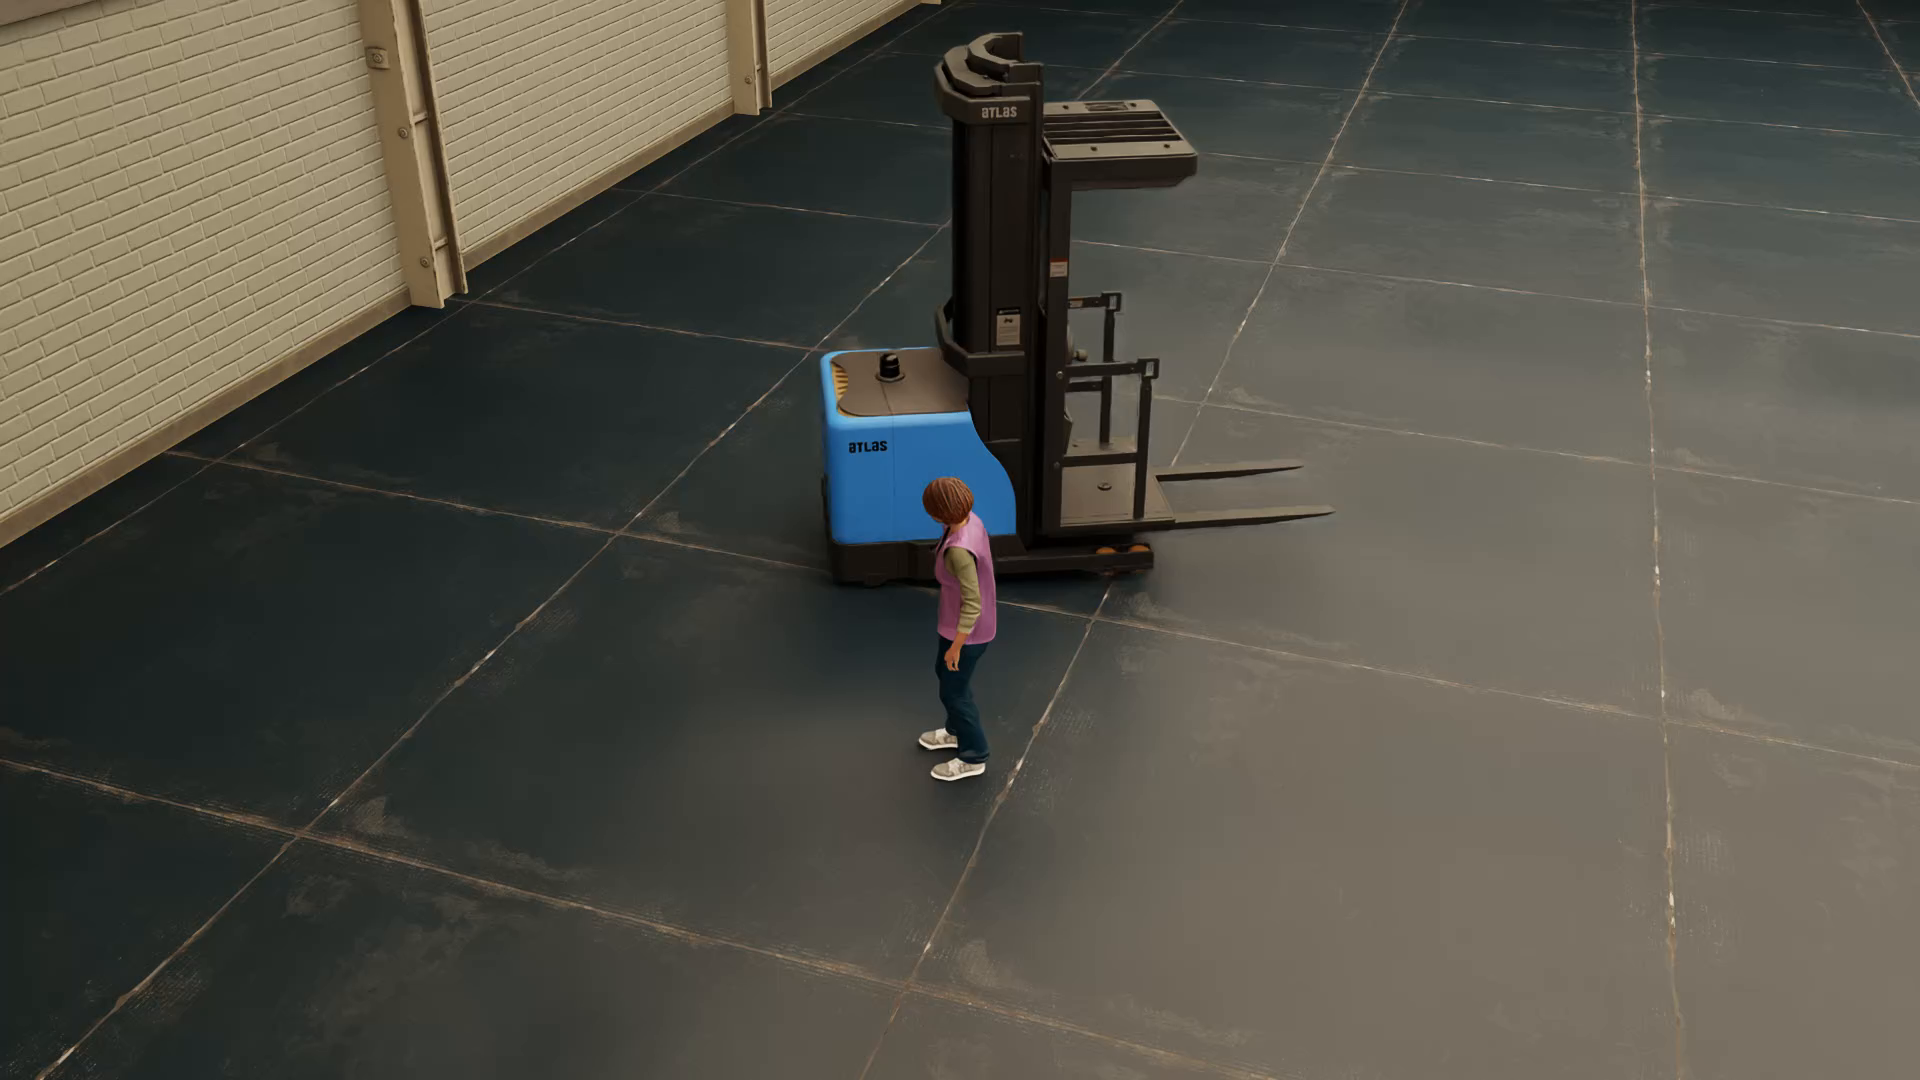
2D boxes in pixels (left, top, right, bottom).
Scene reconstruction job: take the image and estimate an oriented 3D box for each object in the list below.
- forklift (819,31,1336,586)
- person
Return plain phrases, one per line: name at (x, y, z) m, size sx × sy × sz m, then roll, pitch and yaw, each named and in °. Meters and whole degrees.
forklift at (0.704, -1.319, 9.450) m, size 3.031 × 2.935 × 1.130 m, roll -4°, pitch 30°, yaw -6°
person at (-0.017, 0.403, 7.785) m, size 0.371 × 1.592 × 0.523 m, roll -1°, pitch 30°, yaw -1°
